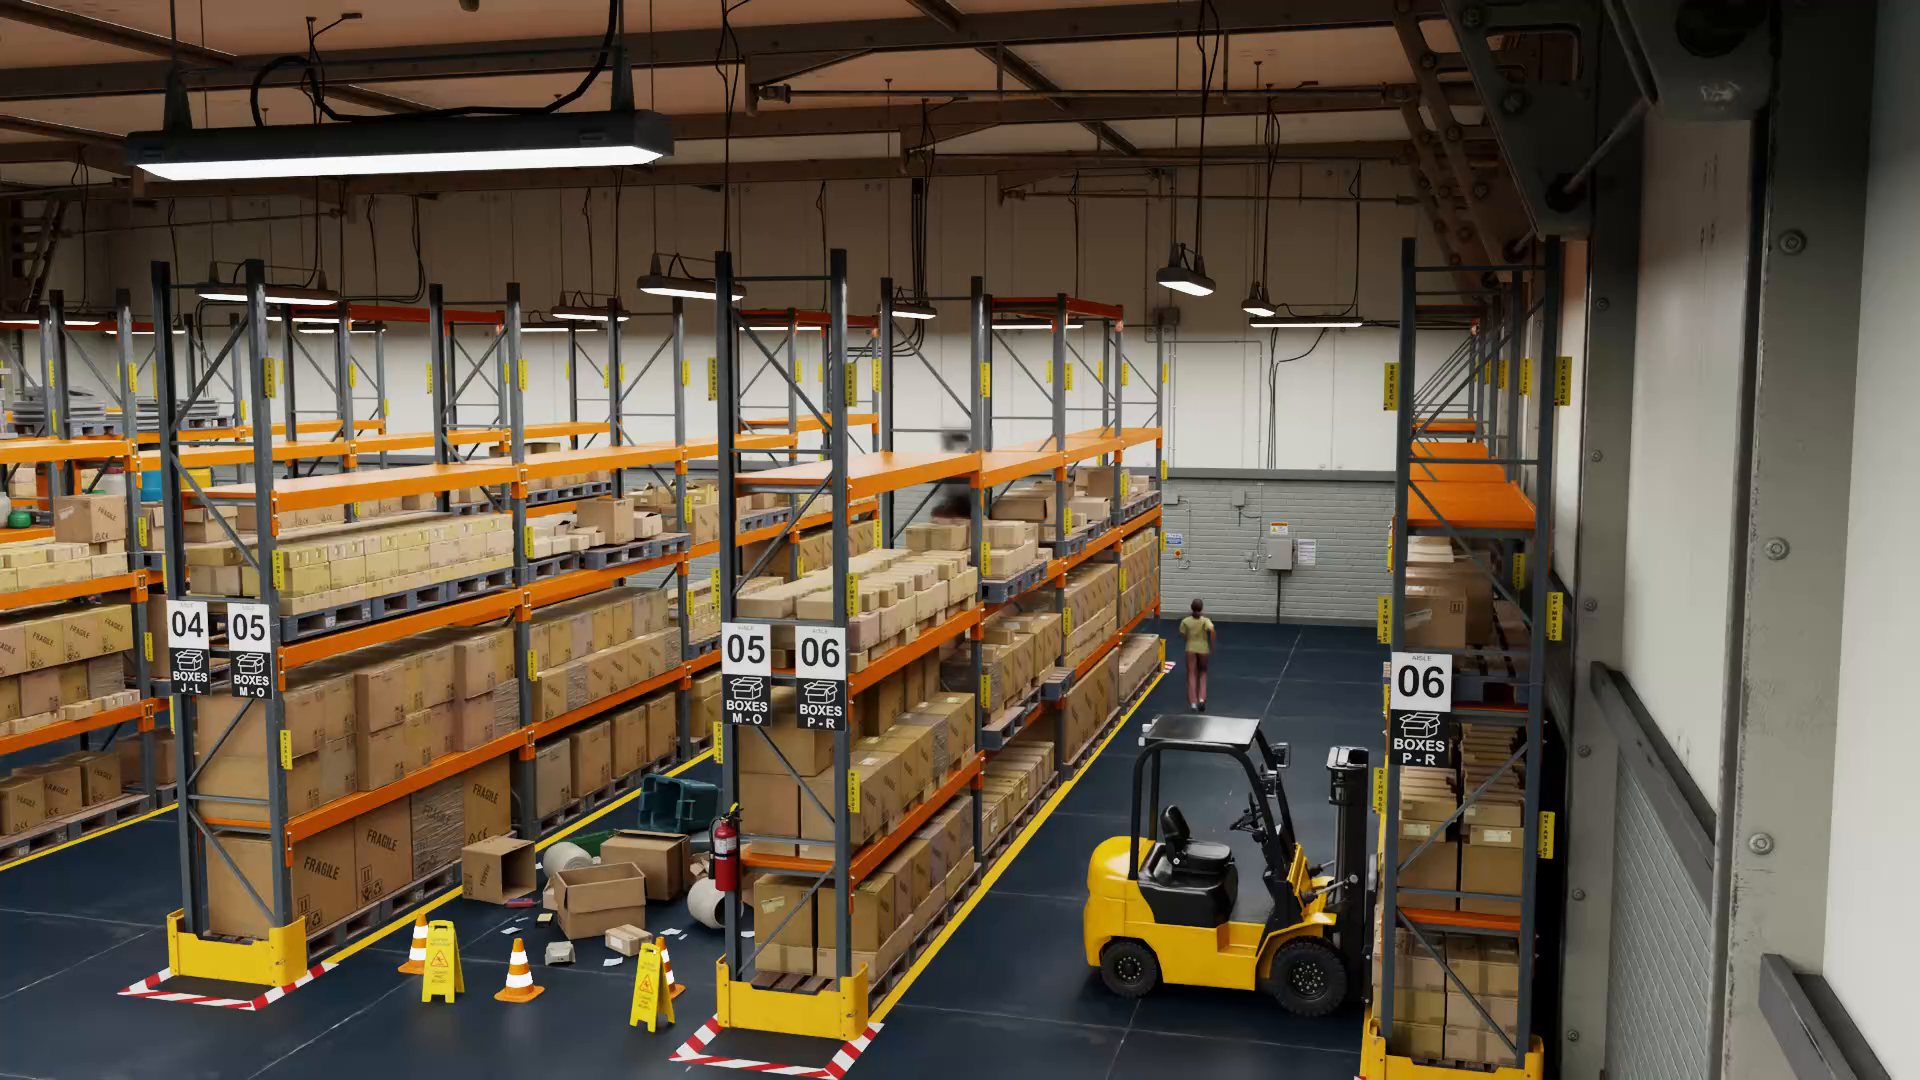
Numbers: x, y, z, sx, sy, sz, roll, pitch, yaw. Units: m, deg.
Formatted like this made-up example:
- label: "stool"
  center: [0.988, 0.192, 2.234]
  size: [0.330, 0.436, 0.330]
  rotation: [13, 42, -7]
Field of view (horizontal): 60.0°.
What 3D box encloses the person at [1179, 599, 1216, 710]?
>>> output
- label: "person"
  center: [3.512, 1.728, 24.662]
  size: [0.544, 1.725, 0.737]
  rotation: [1, 6, 7]
